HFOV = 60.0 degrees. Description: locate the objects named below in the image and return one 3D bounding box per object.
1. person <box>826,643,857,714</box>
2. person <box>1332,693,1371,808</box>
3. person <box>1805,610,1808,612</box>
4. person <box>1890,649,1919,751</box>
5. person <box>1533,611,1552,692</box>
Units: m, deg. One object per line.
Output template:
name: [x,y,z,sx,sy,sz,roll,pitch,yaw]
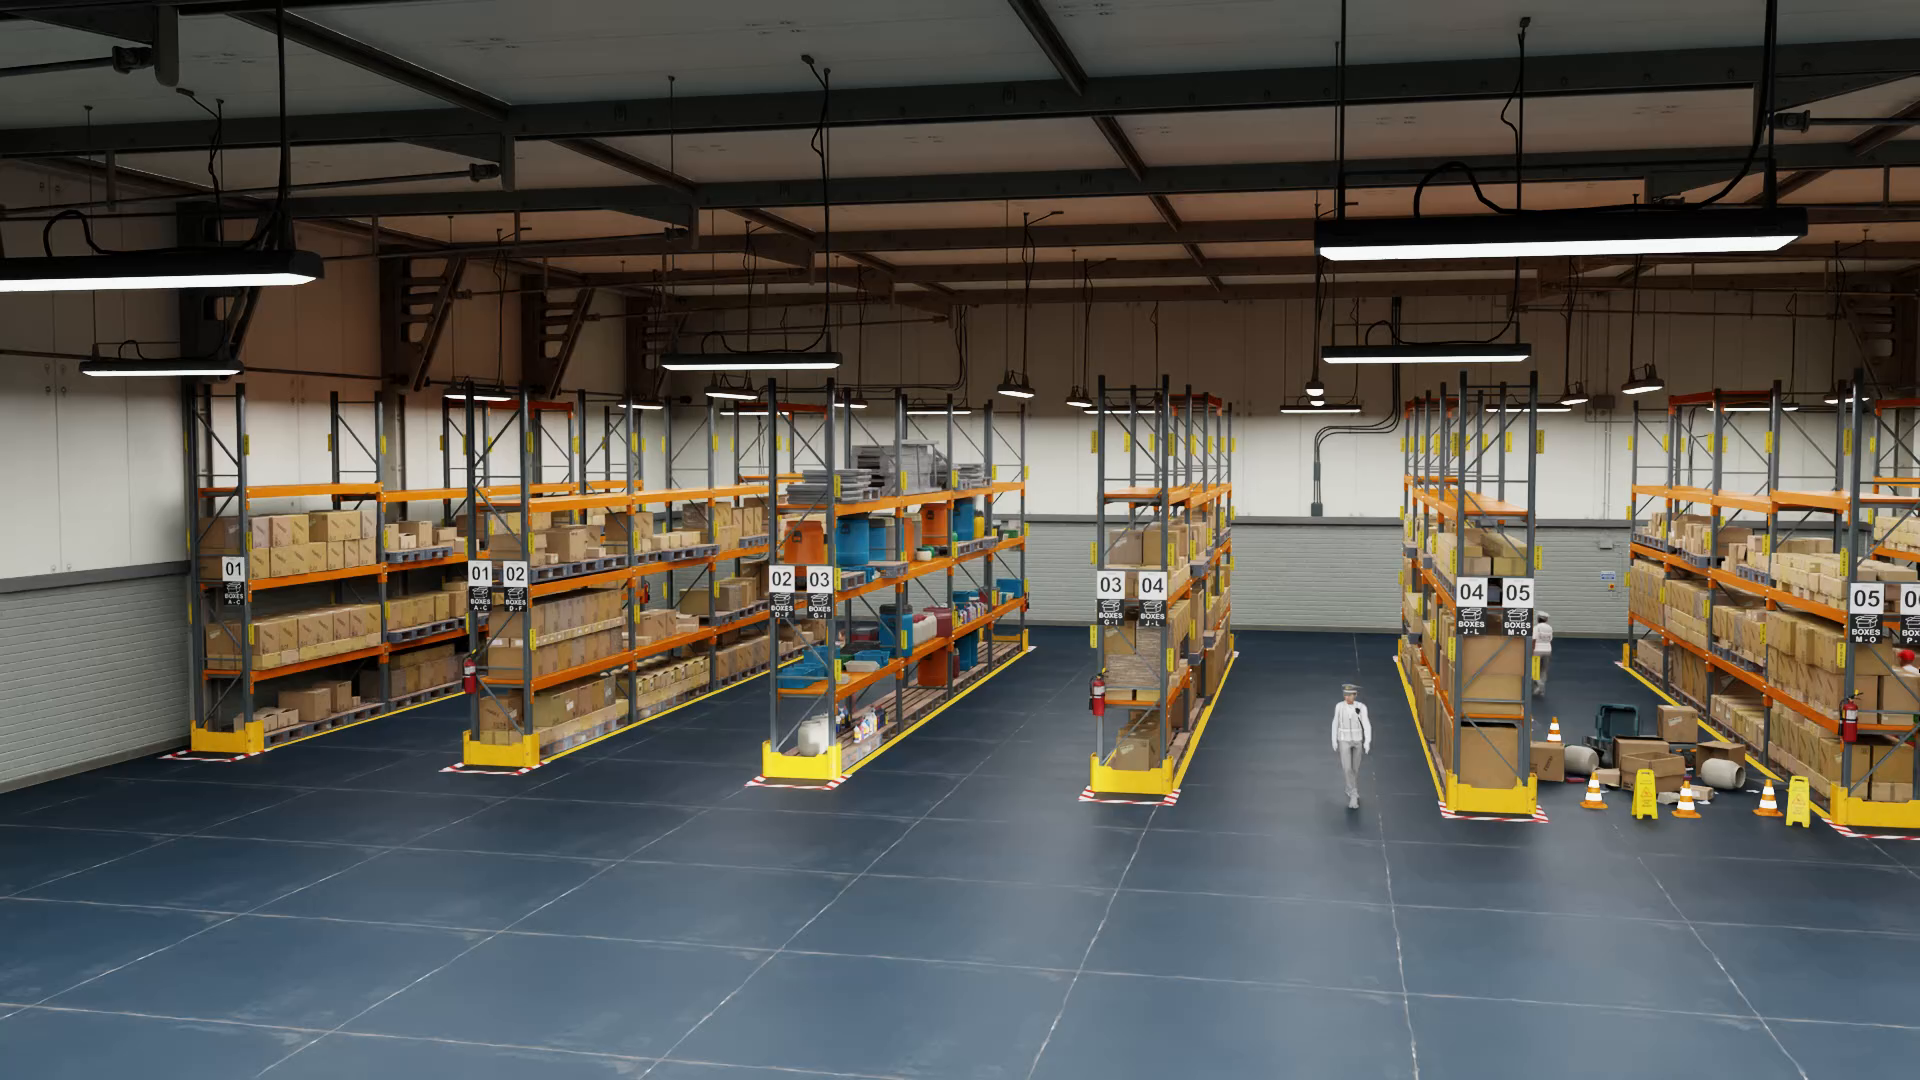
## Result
person: [-2.103,2.515,30.164,0.552,1.340,0.449,2,4,36]
person: [5.485,2.859,23.263,0.503,1.665,0.740,0,3,6]
person: [20.714,1.833,40.640,0.658,1.556,0.482,0,3,-4]
person: [14.795,2.620,26.052,0.559,1.816,0.503,1,3,12]
person: [11.562,2.224,33.016,0.457,1.595,0.488,0,3,0]
